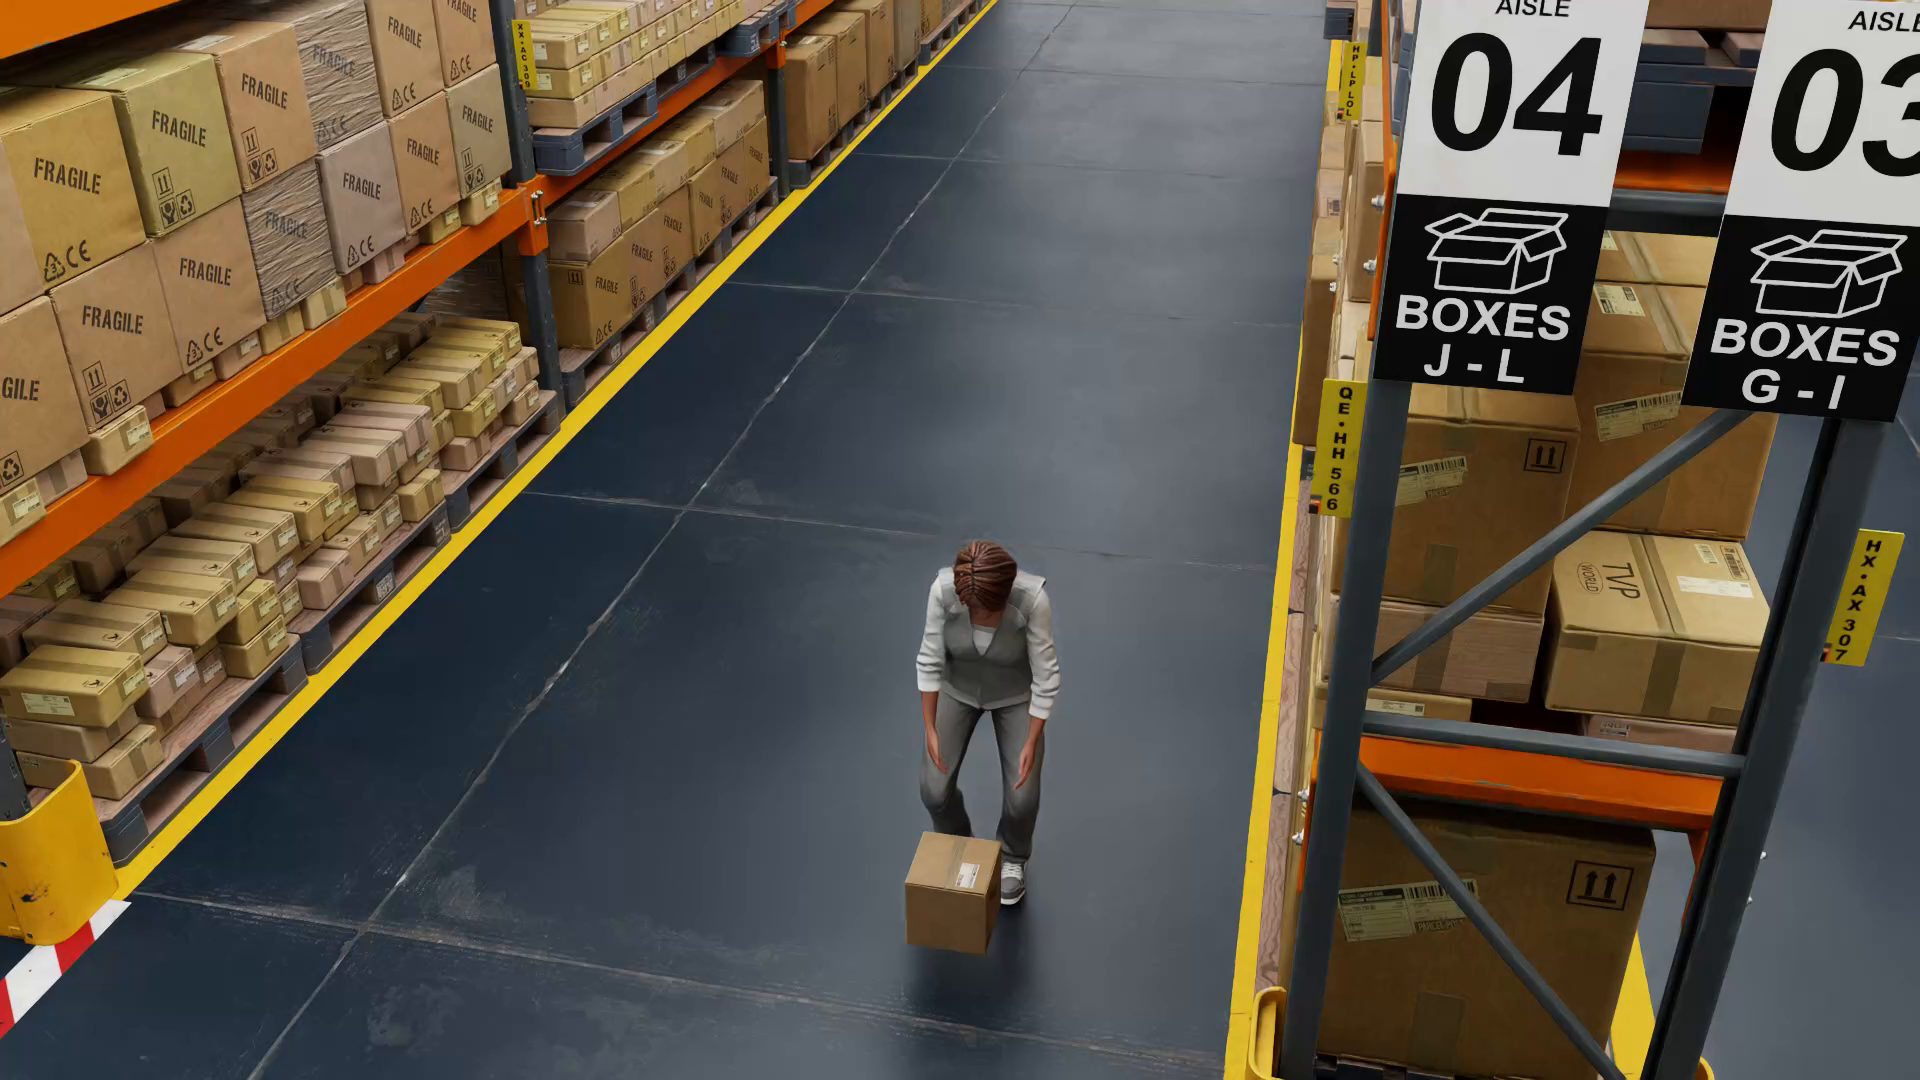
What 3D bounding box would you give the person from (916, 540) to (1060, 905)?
[{"bbox_3d":[0.101,0.562,5.336,0.456,1.408,0.560,6,30,11],"label":"person"}]
